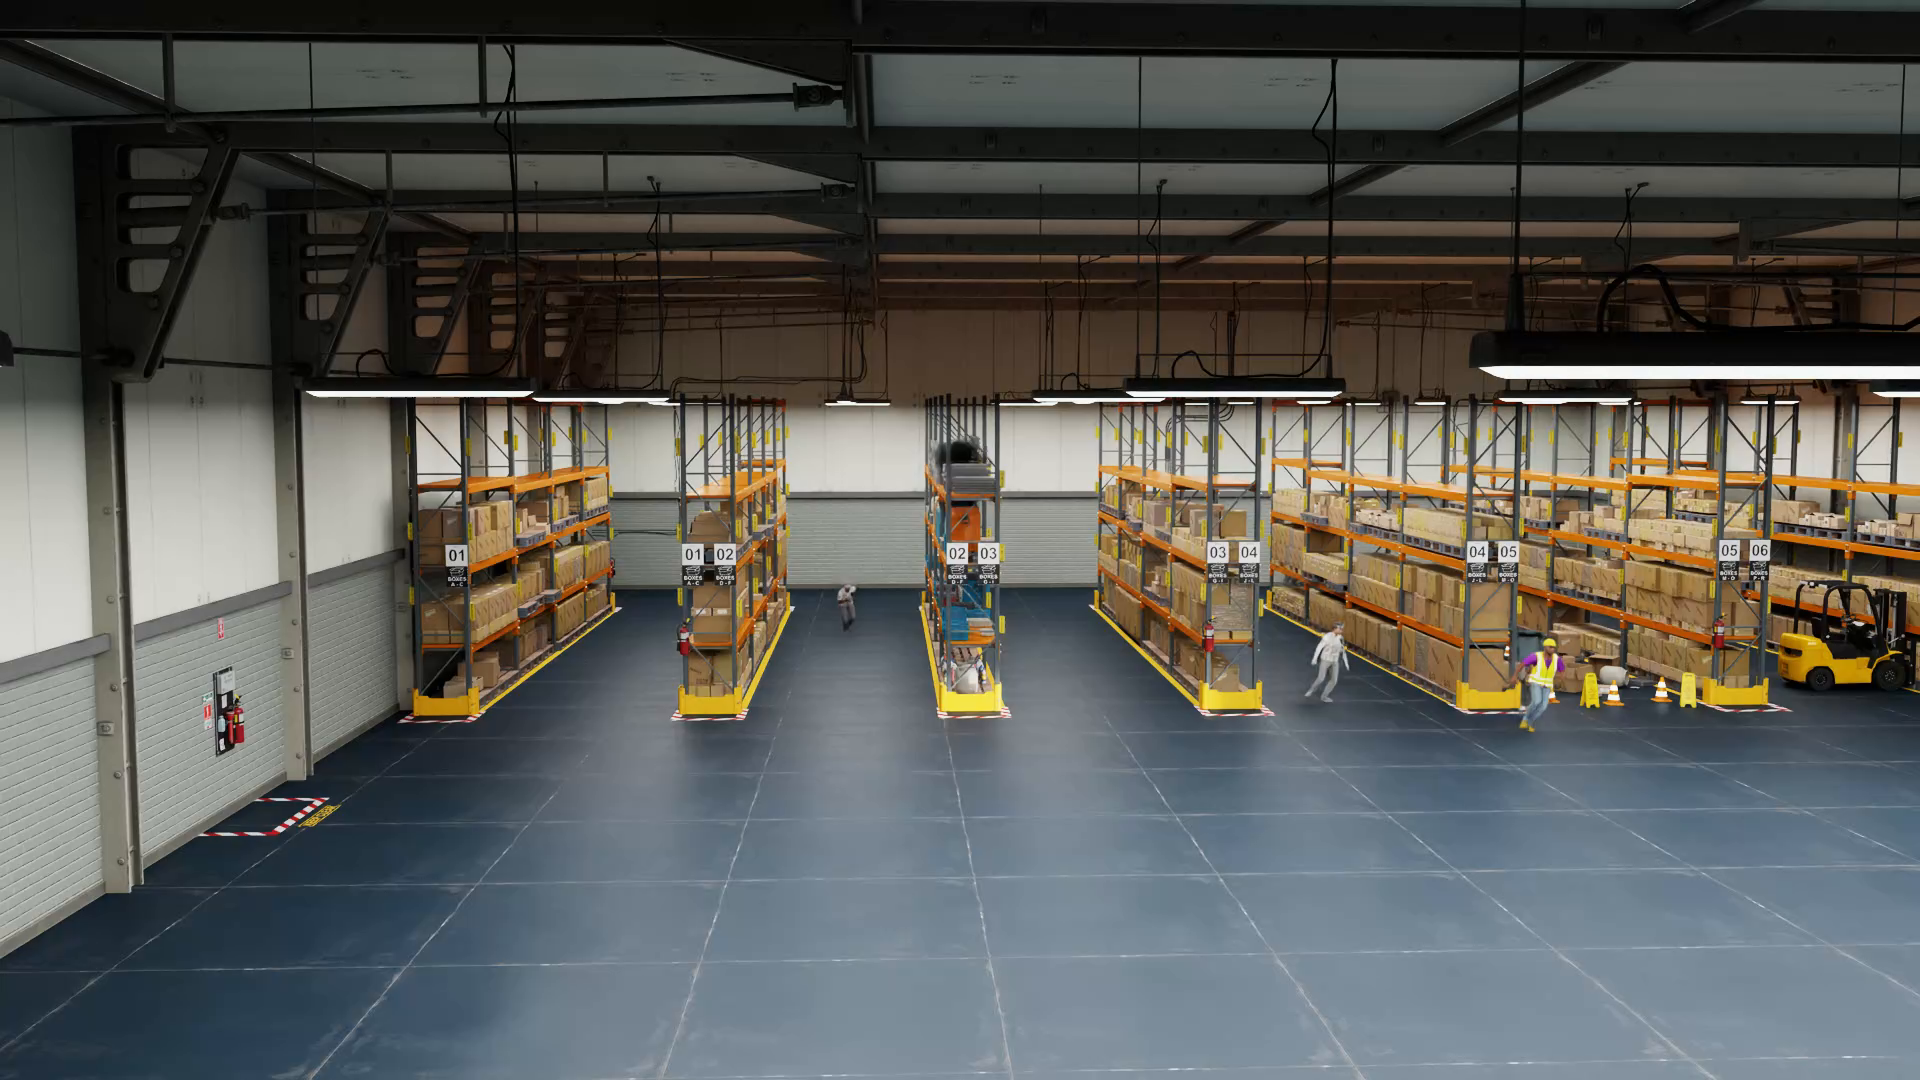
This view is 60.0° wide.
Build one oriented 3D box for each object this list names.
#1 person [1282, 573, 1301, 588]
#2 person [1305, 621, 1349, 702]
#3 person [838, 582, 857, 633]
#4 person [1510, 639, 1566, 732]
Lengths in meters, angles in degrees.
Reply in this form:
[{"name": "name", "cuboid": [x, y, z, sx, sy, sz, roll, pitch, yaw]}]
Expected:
[{"name": "person", "cuboid": [10.140, 1.012, 50.432, 0.931, 1.560, 0.568, -2, 5, -26]}, {"name": "person", "cuboid": [7.157, 2.365, 32.414, 0.740, 1.584, 0.620, -2, 5, -23]}, {"name": "person", "cuboid": [-2.859, 1.705, 42.110, 0.545, 1.373, 0.966, -1, 5, -17]}, {"name": "person", "cuboid": [10.309, 2.586, 29.448, 0.894, 1.680, 0.666, -1, 5, -12]}]
